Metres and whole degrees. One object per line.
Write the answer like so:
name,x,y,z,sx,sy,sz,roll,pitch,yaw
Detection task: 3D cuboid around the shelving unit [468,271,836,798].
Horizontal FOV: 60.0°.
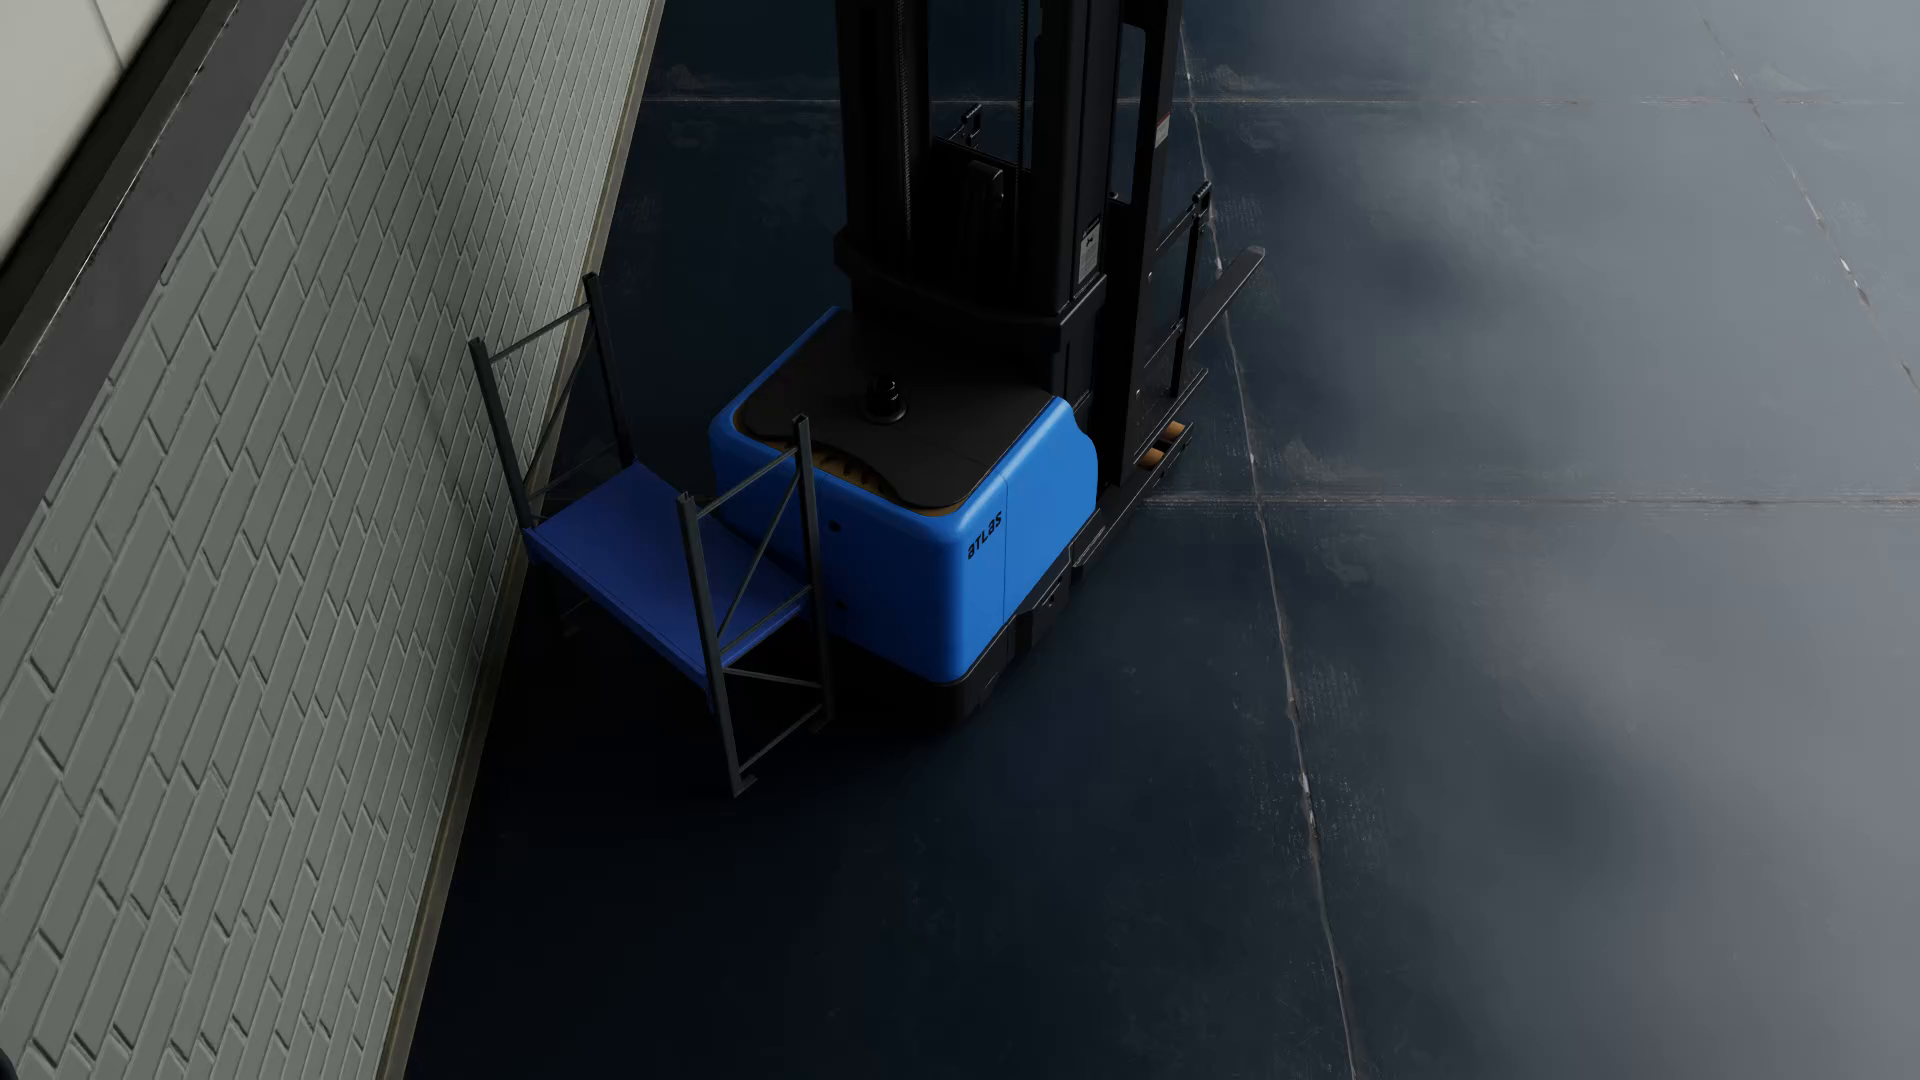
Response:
shelving unit,-1.013,0.011,5.715,1.048,1.500,0.538,34,56,28

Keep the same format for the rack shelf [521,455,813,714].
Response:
rack shelf,-1.013,0.134,5.847,1.000,0.185,0.538,34,56,28

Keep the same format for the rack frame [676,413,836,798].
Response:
rack frame,-0.642,0.265,5.478,0.032,1.500,0.500,34,56,28

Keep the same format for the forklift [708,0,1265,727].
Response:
forklift,0.330,-1.385,6.037,1.130,2.935,3.031,25,52,21

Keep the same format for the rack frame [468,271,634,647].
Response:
rack frame,-1.384,-0.243,5.952,0.032,1.500,0.500,34,56,28
